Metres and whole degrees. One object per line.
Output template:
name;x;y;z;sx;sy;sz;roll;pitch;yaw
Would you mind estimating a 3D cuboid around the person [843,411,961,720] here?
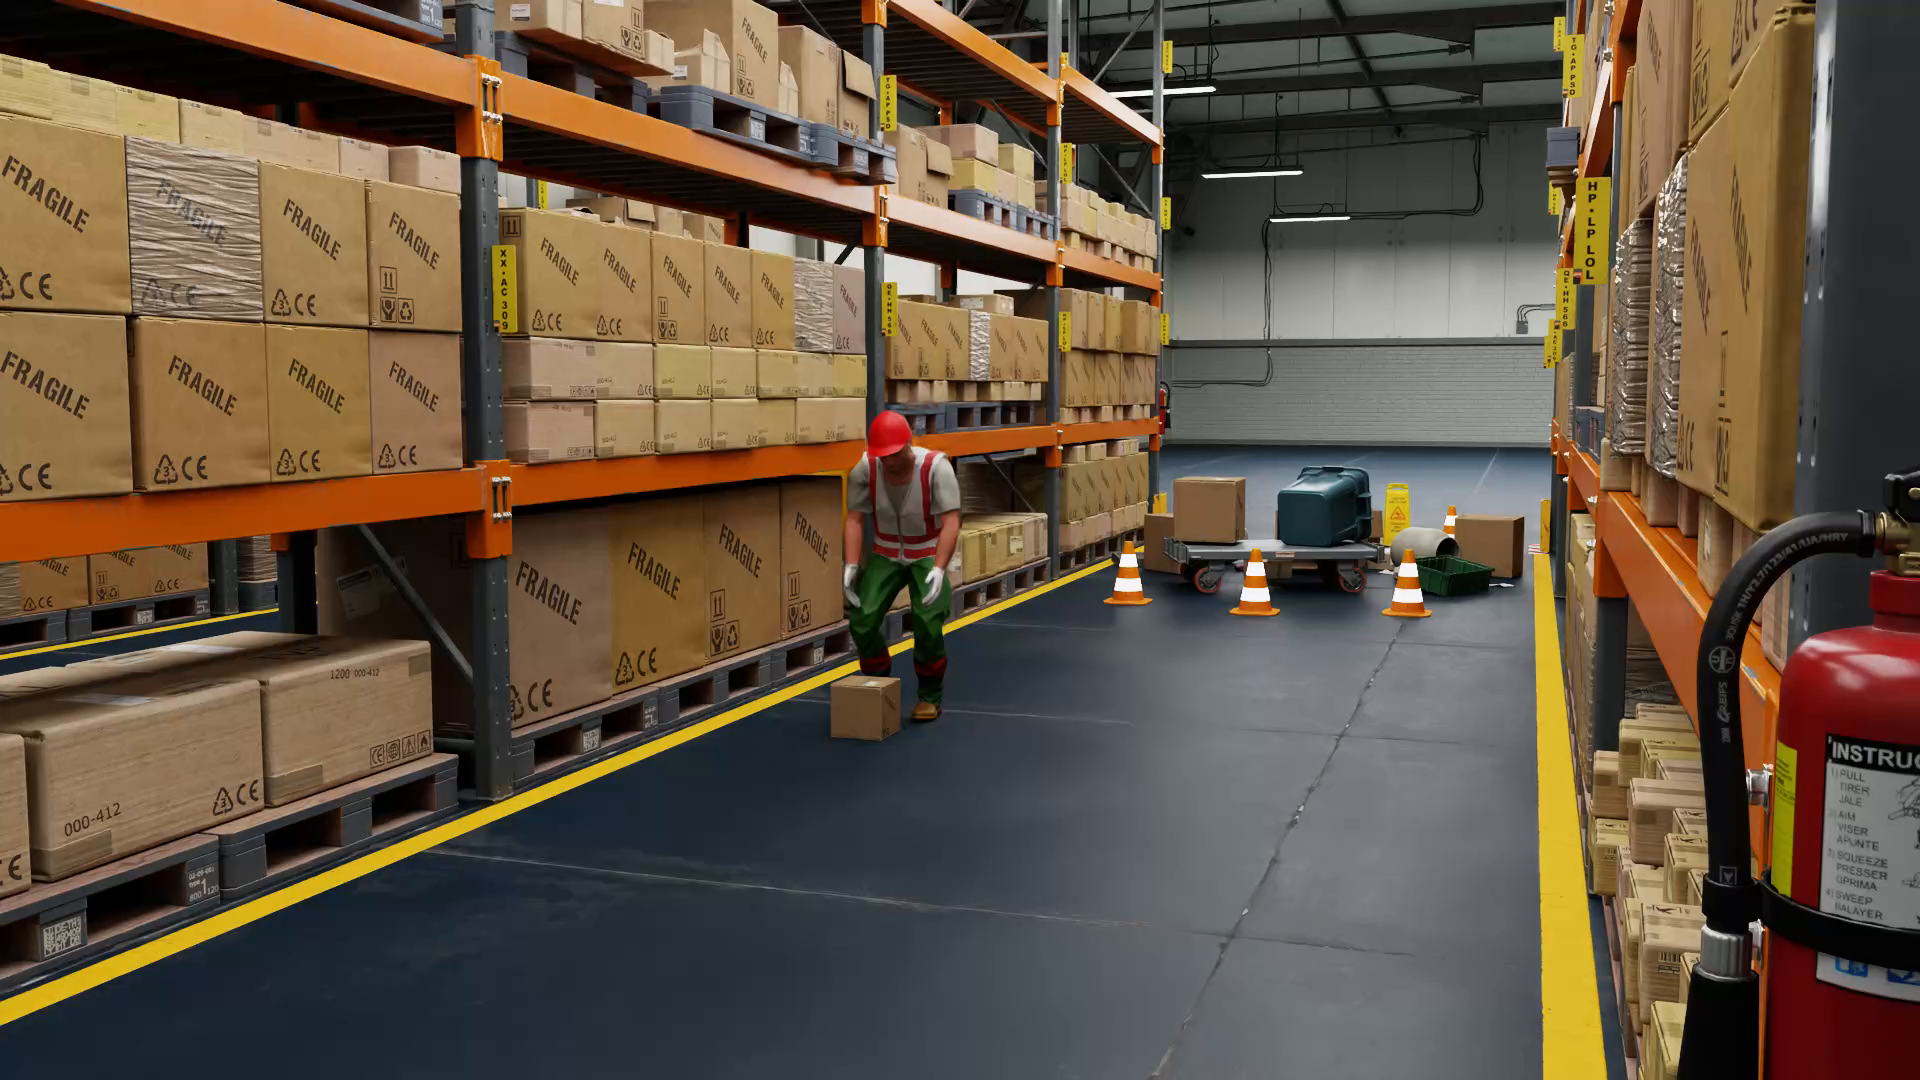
person;-0.261;0.124;8.039;0.581;1.500;0.711;2;5;19
